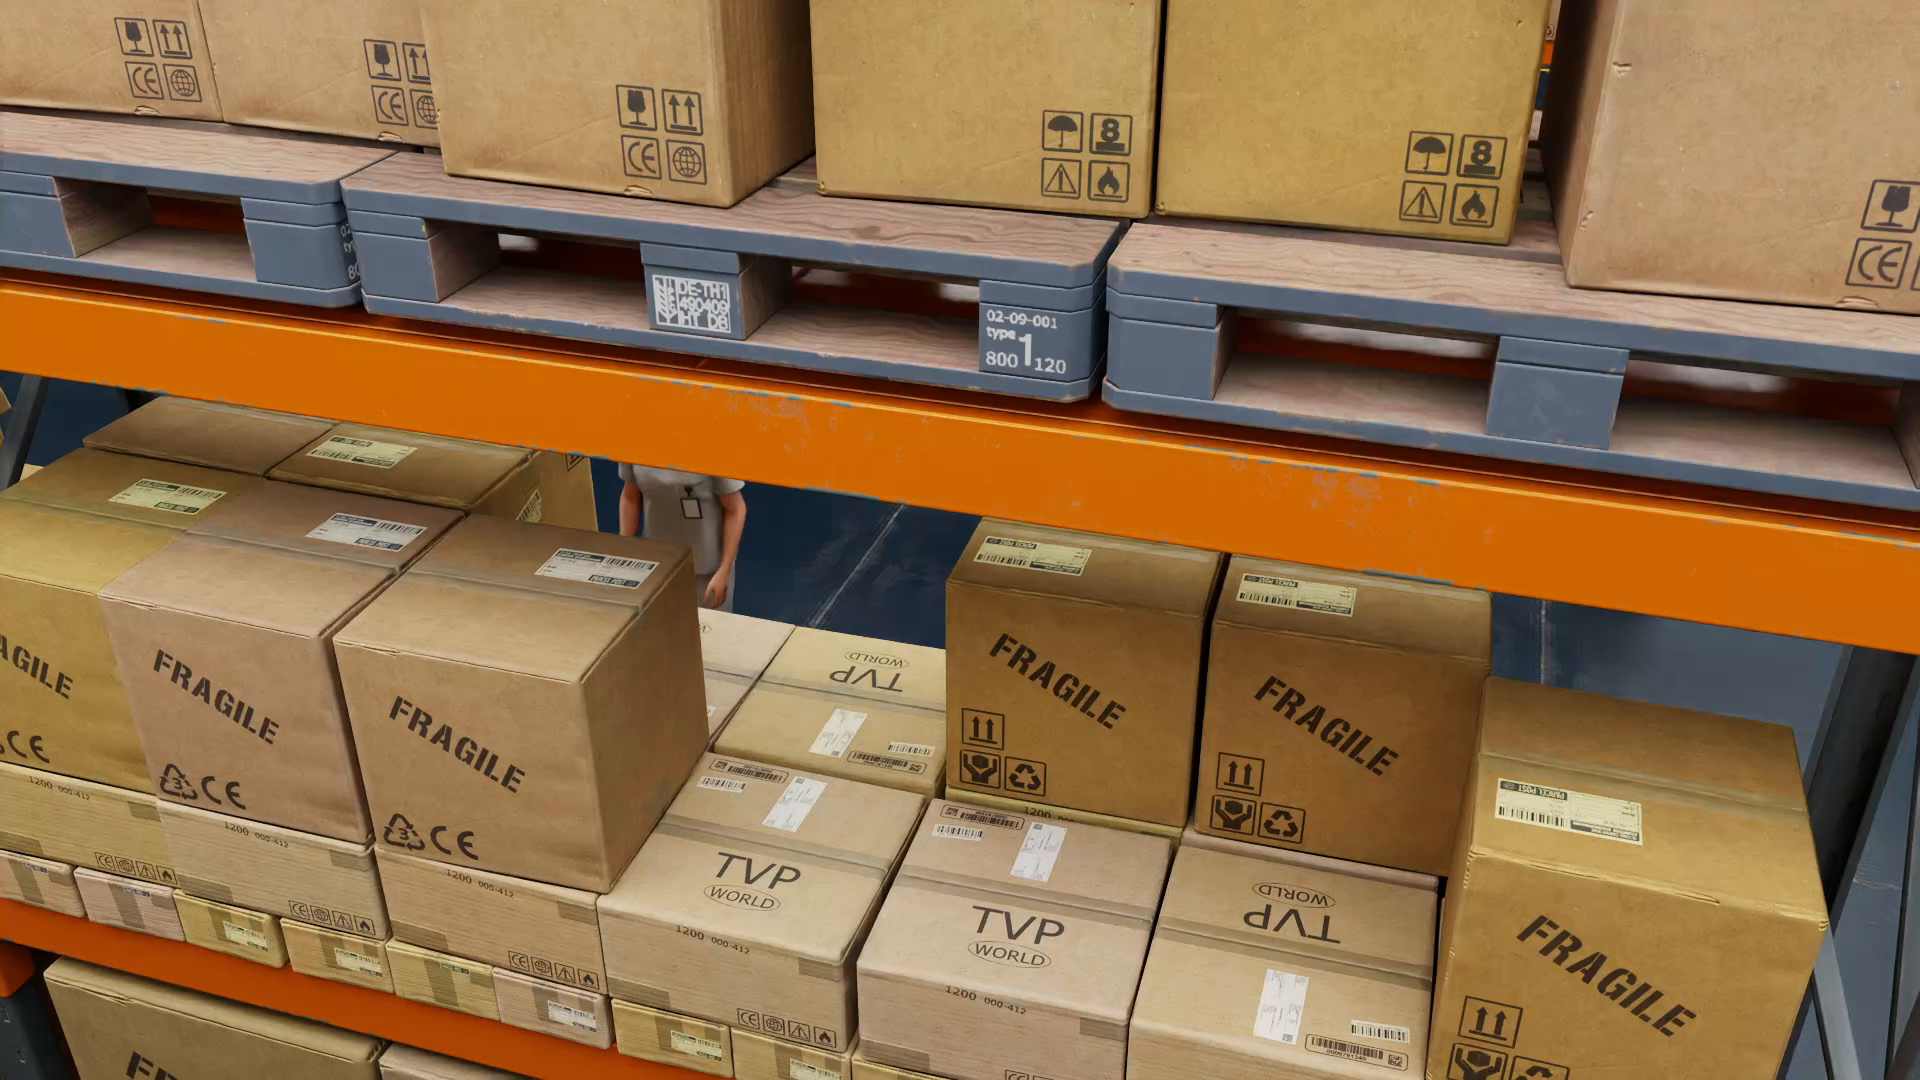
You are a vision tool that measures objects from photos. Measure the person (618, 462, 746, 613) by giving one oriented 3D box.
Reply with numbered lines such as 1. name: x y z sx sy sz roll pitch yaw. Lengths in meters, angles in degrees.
1. person: -0.993 0.111 5.927 0.473 1.676 0.415 8 30 14
